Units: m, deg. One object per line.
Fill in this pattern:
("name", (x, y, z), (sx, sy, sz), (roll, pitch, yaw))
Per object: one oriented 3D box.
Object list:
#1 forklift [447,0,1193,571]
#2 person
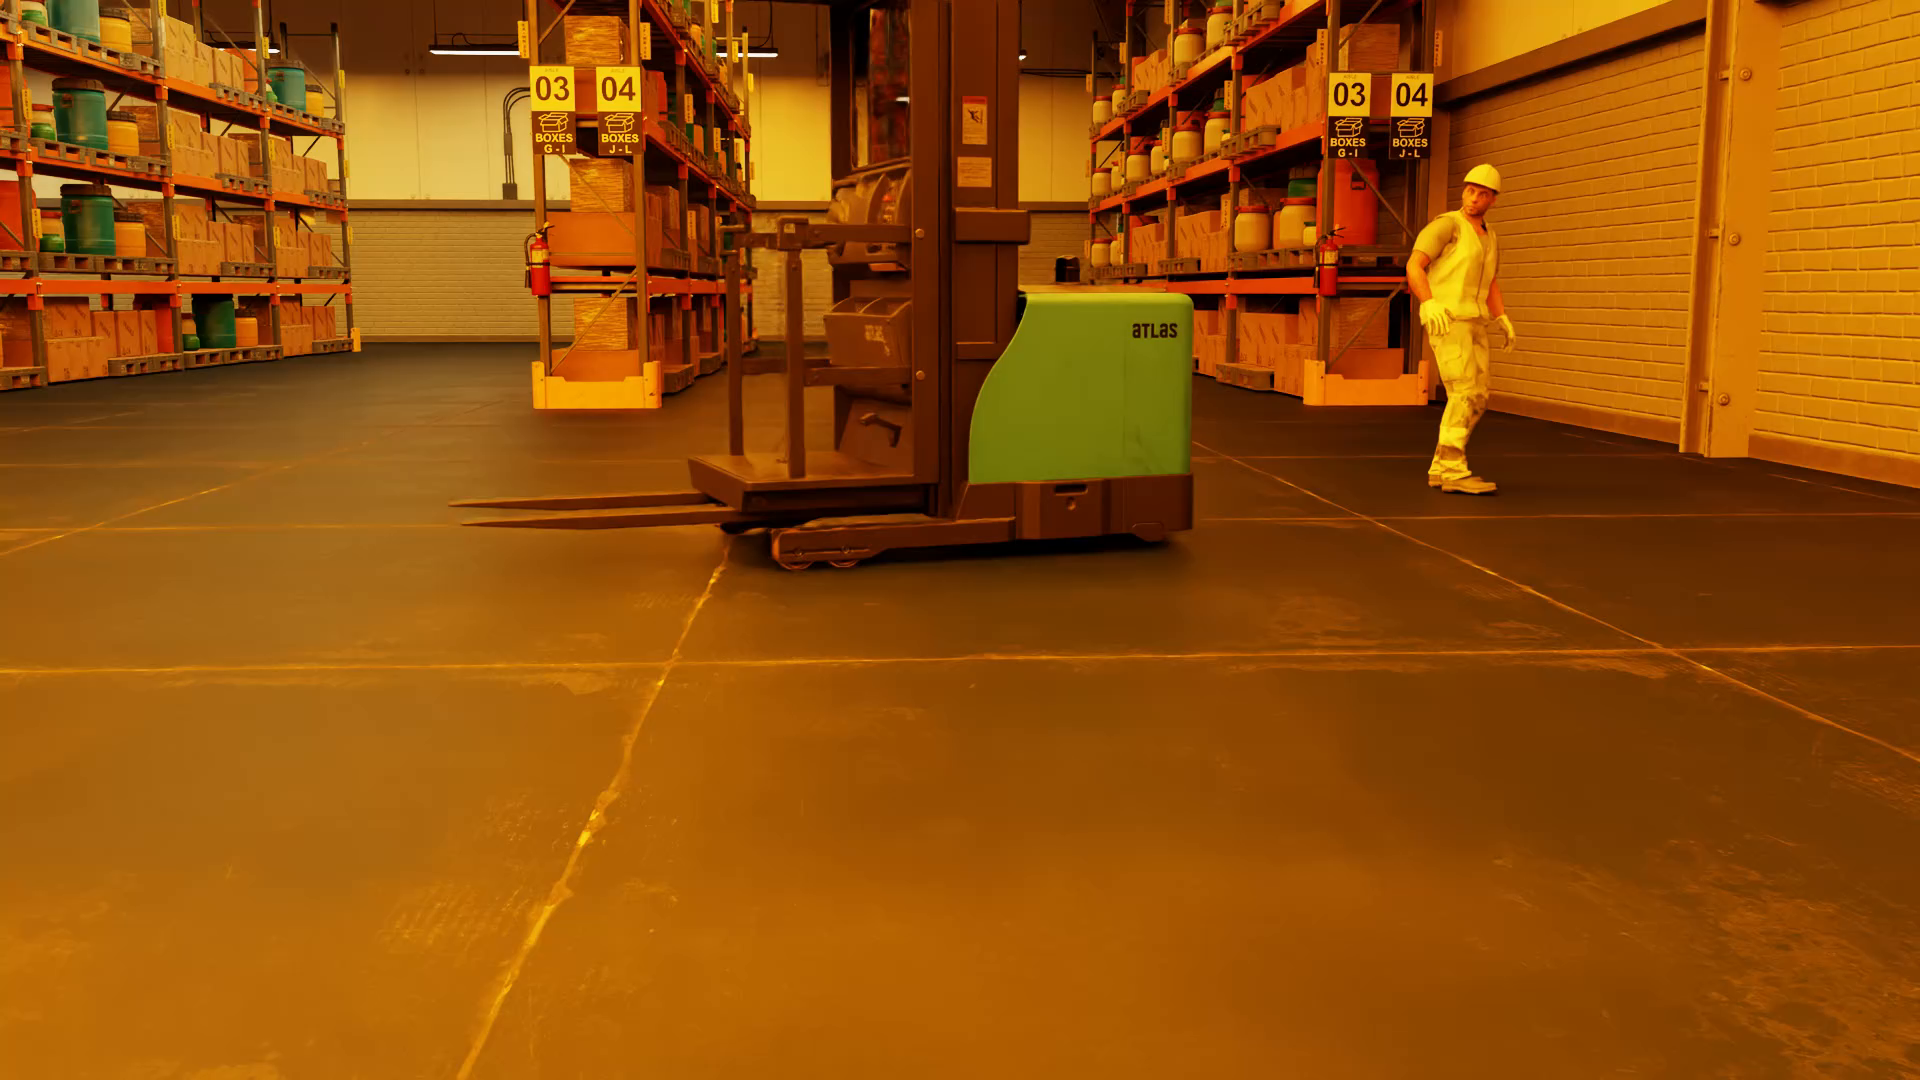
("forklift", (-0.568, -1.415, 6.862), (3.031, 2.935, 1.130), (-3, 9, -21))
("person", (2.789, -1.147, 9.045), (0.506, 1.761, 0.757), (8, 12, 44))
